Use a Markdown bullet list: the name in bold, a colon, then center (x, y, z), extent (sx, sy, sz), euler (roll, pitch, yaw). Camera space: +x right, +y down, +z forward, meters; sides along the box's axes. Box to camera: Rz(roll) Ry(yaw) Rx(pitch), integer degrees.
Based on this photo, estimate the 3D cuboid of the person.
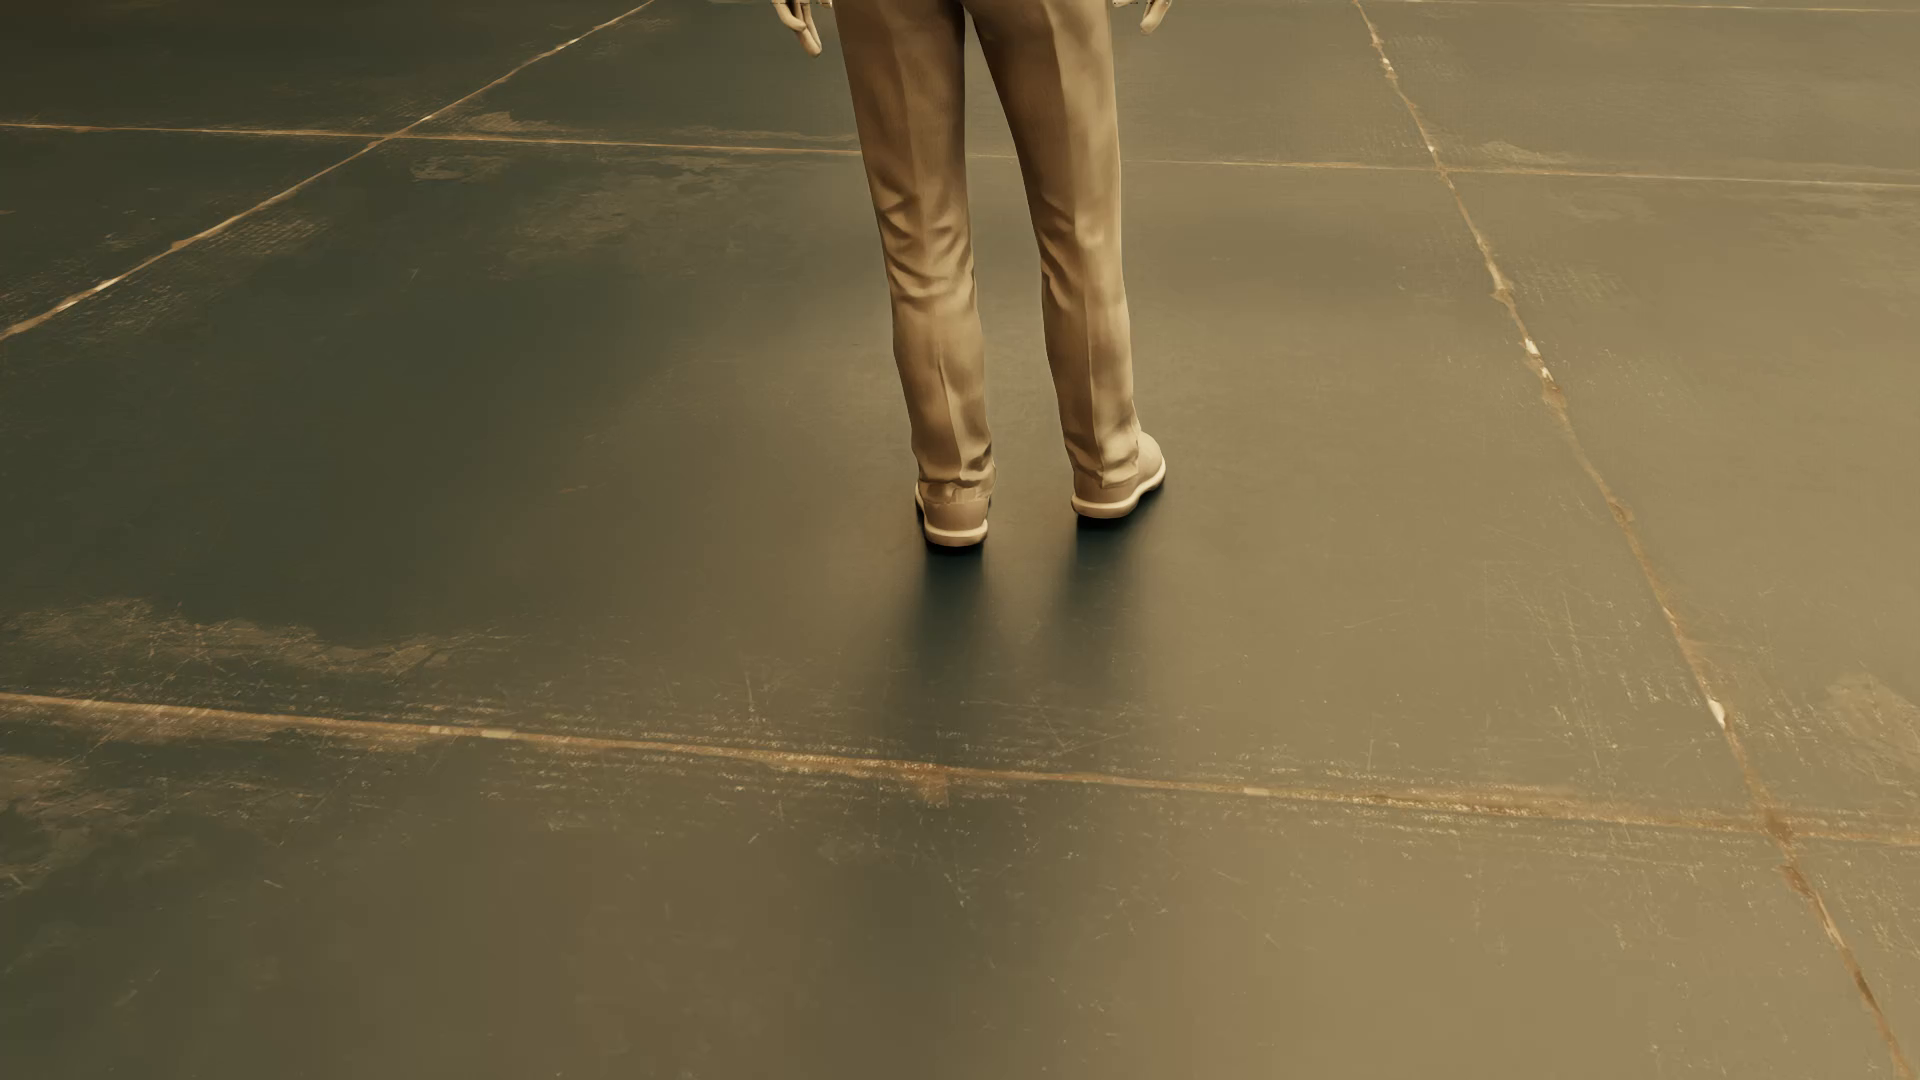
- **person**: center (0.015, -0.794, 2.177), extent (0.588, 1.696, 0.533), euler (3, 27, 7)
